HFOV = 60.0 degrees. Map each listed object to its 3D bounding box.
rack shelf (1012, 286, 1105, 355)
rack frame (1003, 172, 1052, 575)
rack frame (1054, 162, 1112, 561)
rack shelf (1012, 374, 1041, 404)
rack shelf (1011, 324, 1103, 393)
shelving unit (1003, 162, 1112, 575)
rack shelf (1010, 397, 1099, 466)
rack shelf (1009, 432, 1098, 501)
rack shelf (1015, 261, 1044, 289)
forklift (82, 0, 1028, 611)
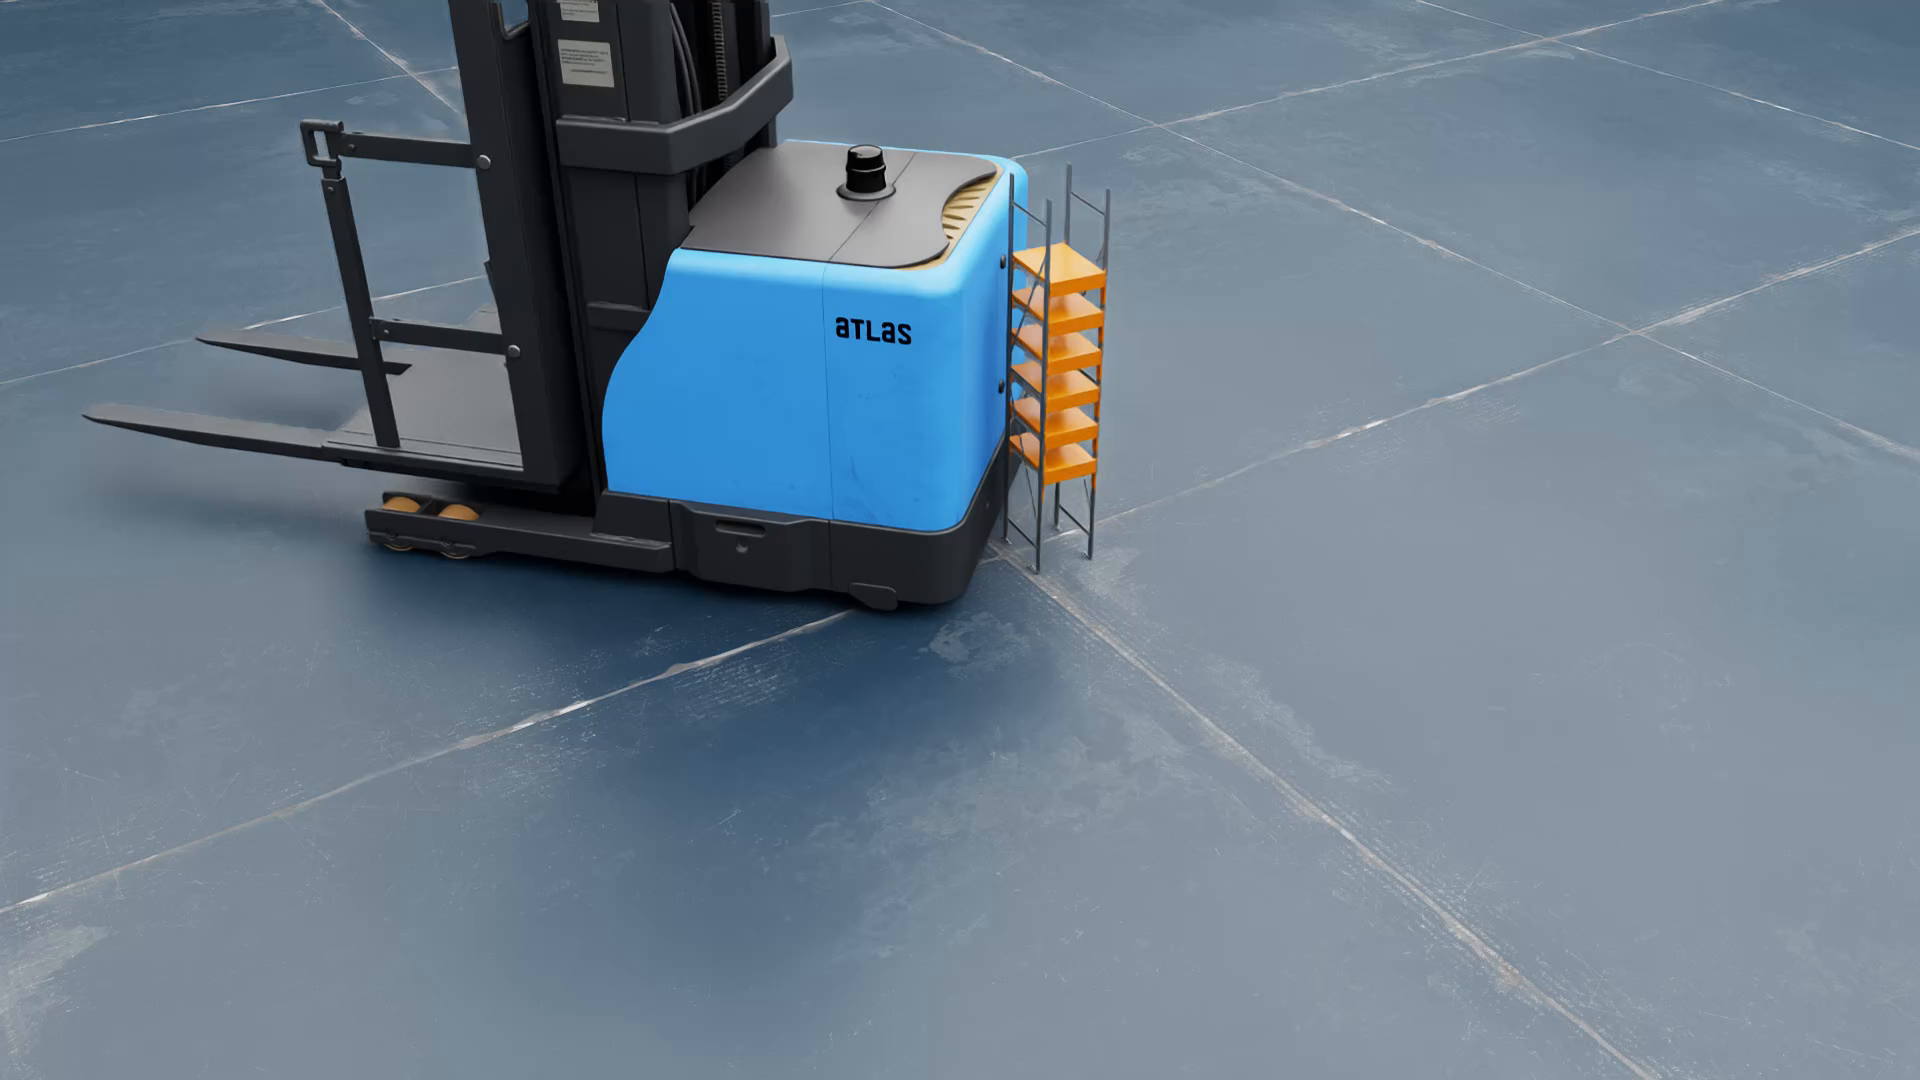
[{"bbox_3d":[0.274,-0.644,4.779,0.180,0.103,0.258,-15,35,-22],"label":"rack shelf"},{"bbox_3d":[0.191,-0.457,4.849,0.006,1.200,0.240,-15,35,-22],"label":"rack frame"},{"bbox_3d":[0.356,-0.500,4.917,0.006,1.200,0.240,-15,35,-22],"label":"rack frame"},{"bbox_3d":[0.274,-0.458,4.896,0.166,0.020,0.199,-15,35,-22],"label":"rack shelf"},{"bbox_3d":[0.274,-0.542,4.843,0.180,0.103,0.258,-15,35,-22],"label":"rack shelf"},{"bbox_3d":[0.274,-0.478,4.883,0.189,1.200,0.258,-15,35,-22],"label":"shelving unit"},{"bbox_3d":[0.274,-0.339,4.971,0.180,0.103,0.258,-15,35,-22],"label":"rack shelf"},{"bbox_3d":[0.273,-0.238,5.035,0.180,0.103,0.258,-15,35,-22],"label":"rack shelf"},{"bbox_3d":[0.274,-0.762,4.704,0.166,0.020,0.199,-15,35,-22],"label":"rack shelf"},{"bbox_3d":[-1.353,-1.407,4.816,3.031,2.843,1.129,7,33,12],"label":"forklift"}]
